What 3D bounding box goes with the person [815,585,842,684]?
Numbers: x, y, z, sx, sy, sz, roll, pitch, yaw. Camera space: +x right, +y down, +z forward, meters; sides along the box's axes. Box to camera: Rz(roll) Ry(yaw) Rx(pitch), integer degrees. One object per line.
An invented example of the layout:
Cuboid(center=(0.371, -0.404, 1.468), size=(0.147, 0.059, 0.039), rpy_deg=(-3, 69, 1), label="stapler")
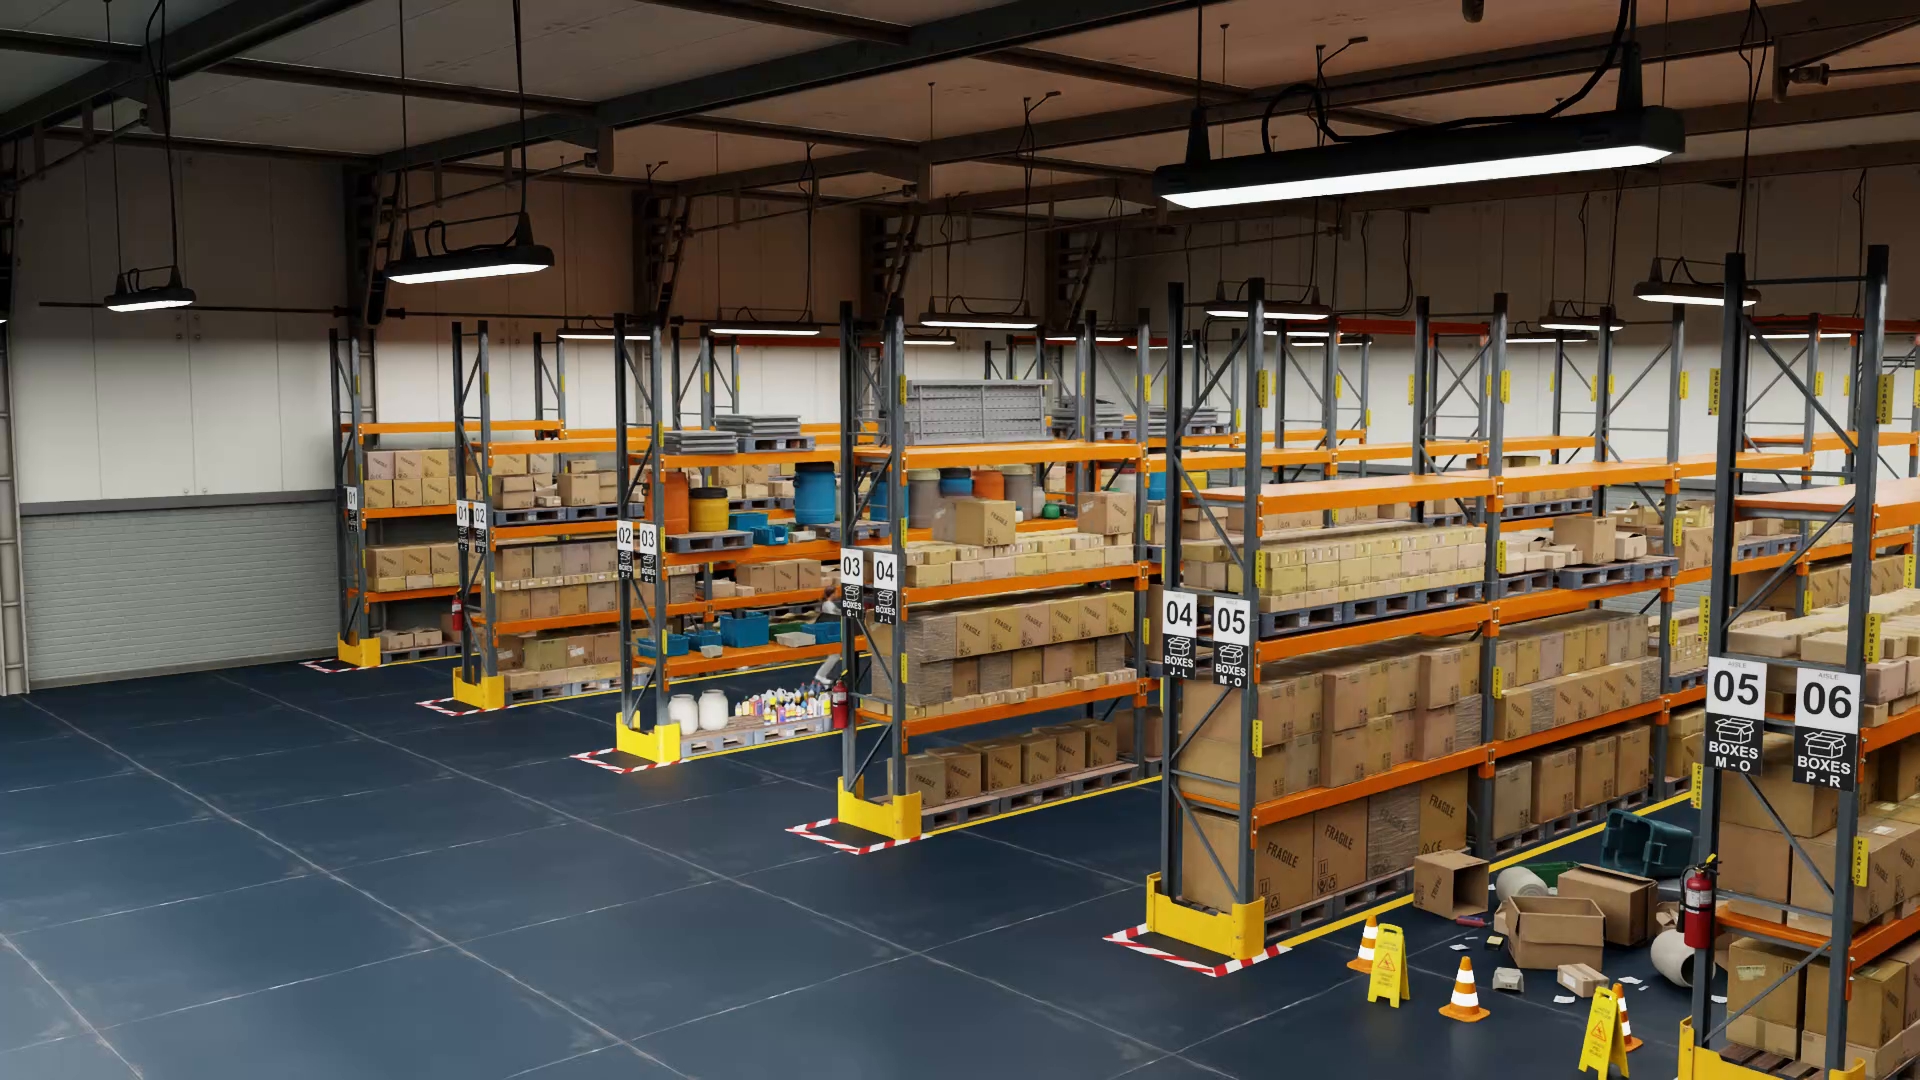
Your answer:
Cuboid(center=(-2.202, 1.590, 27.825), size=(0.502, 1.671, 0.480), rpy_deg=(-1, 6, -14), label="person")
